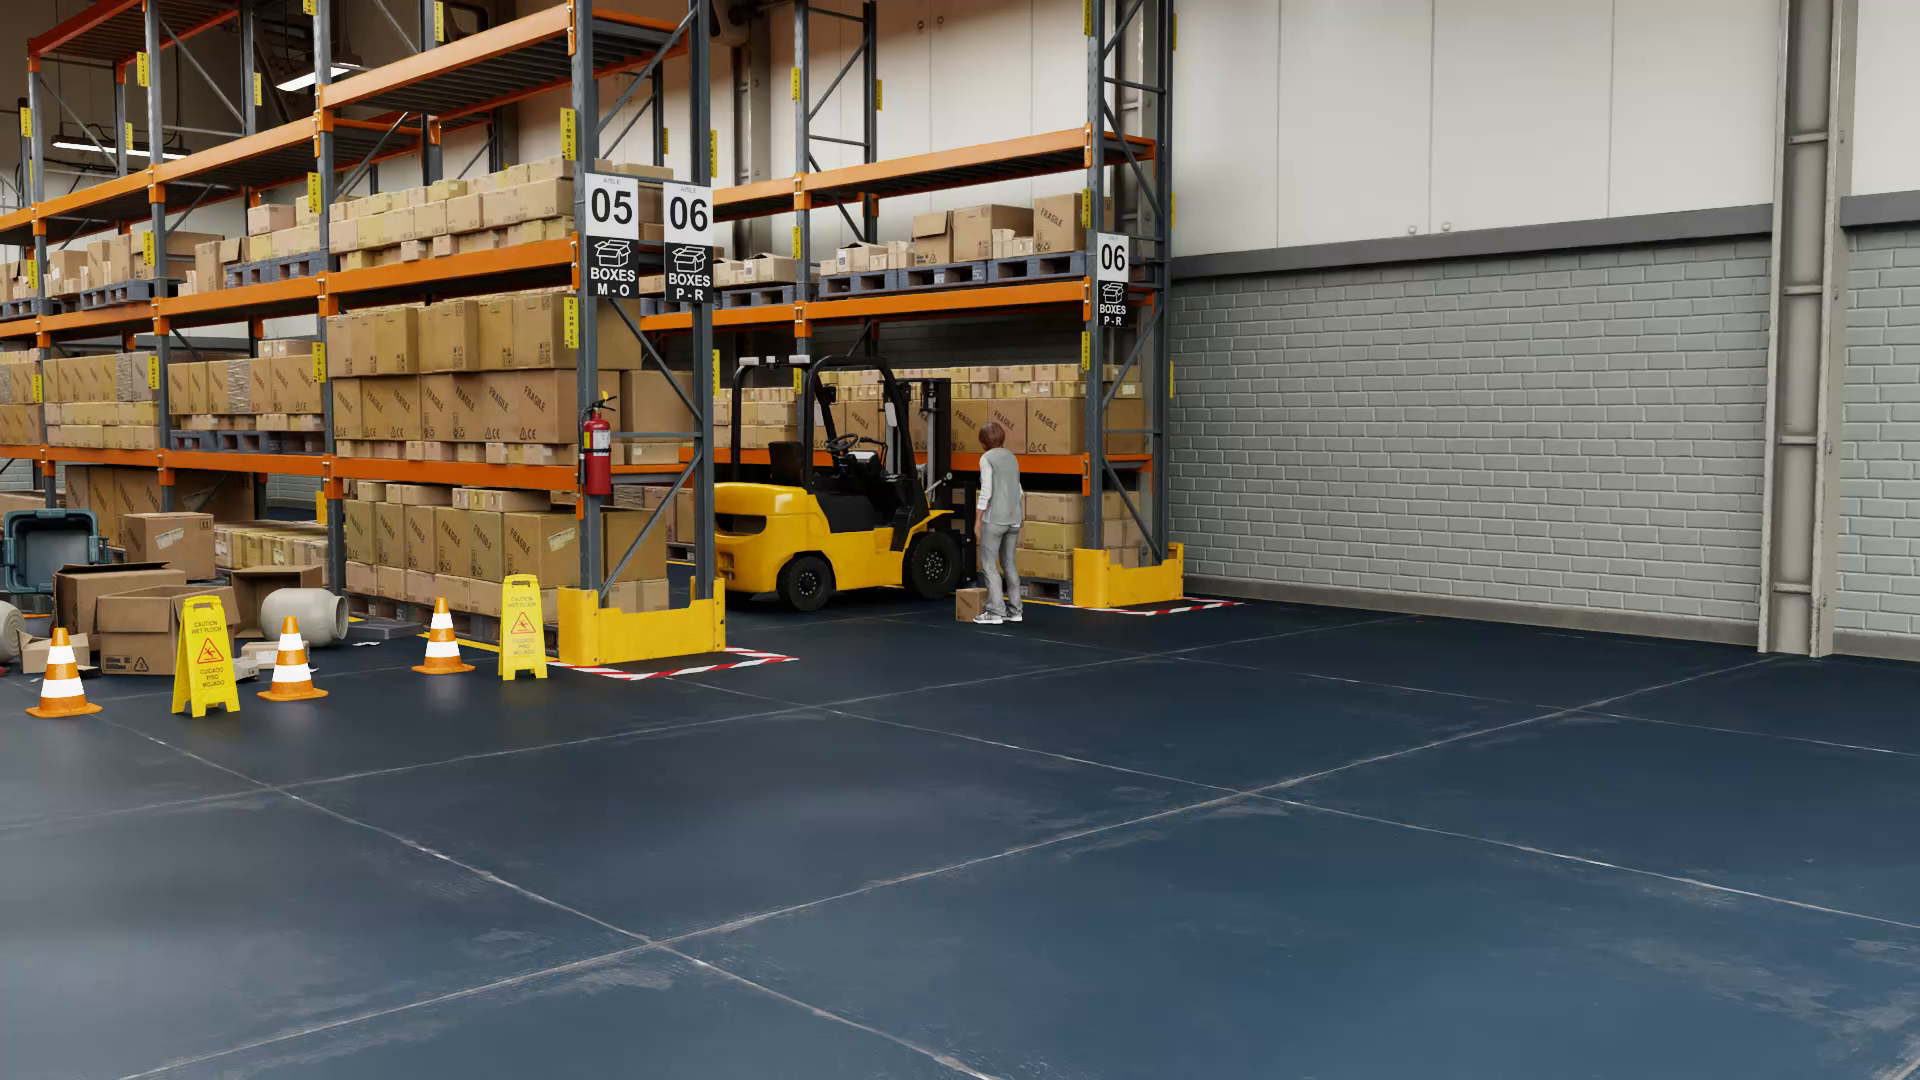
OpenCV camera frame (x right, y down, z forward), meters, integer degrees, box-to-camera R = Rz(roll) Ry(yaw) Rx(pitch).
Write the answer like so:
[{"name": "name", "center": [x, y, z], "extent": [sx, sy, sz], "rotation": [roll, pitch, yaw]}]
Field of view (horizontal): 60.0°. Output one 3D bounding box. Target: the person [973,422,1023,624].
[{"name": "person", "center": [0.307, -0.134, 13.140], "extent": [0.344, 1.593, 0.480], "rotation": [4, 6, 44]}]
